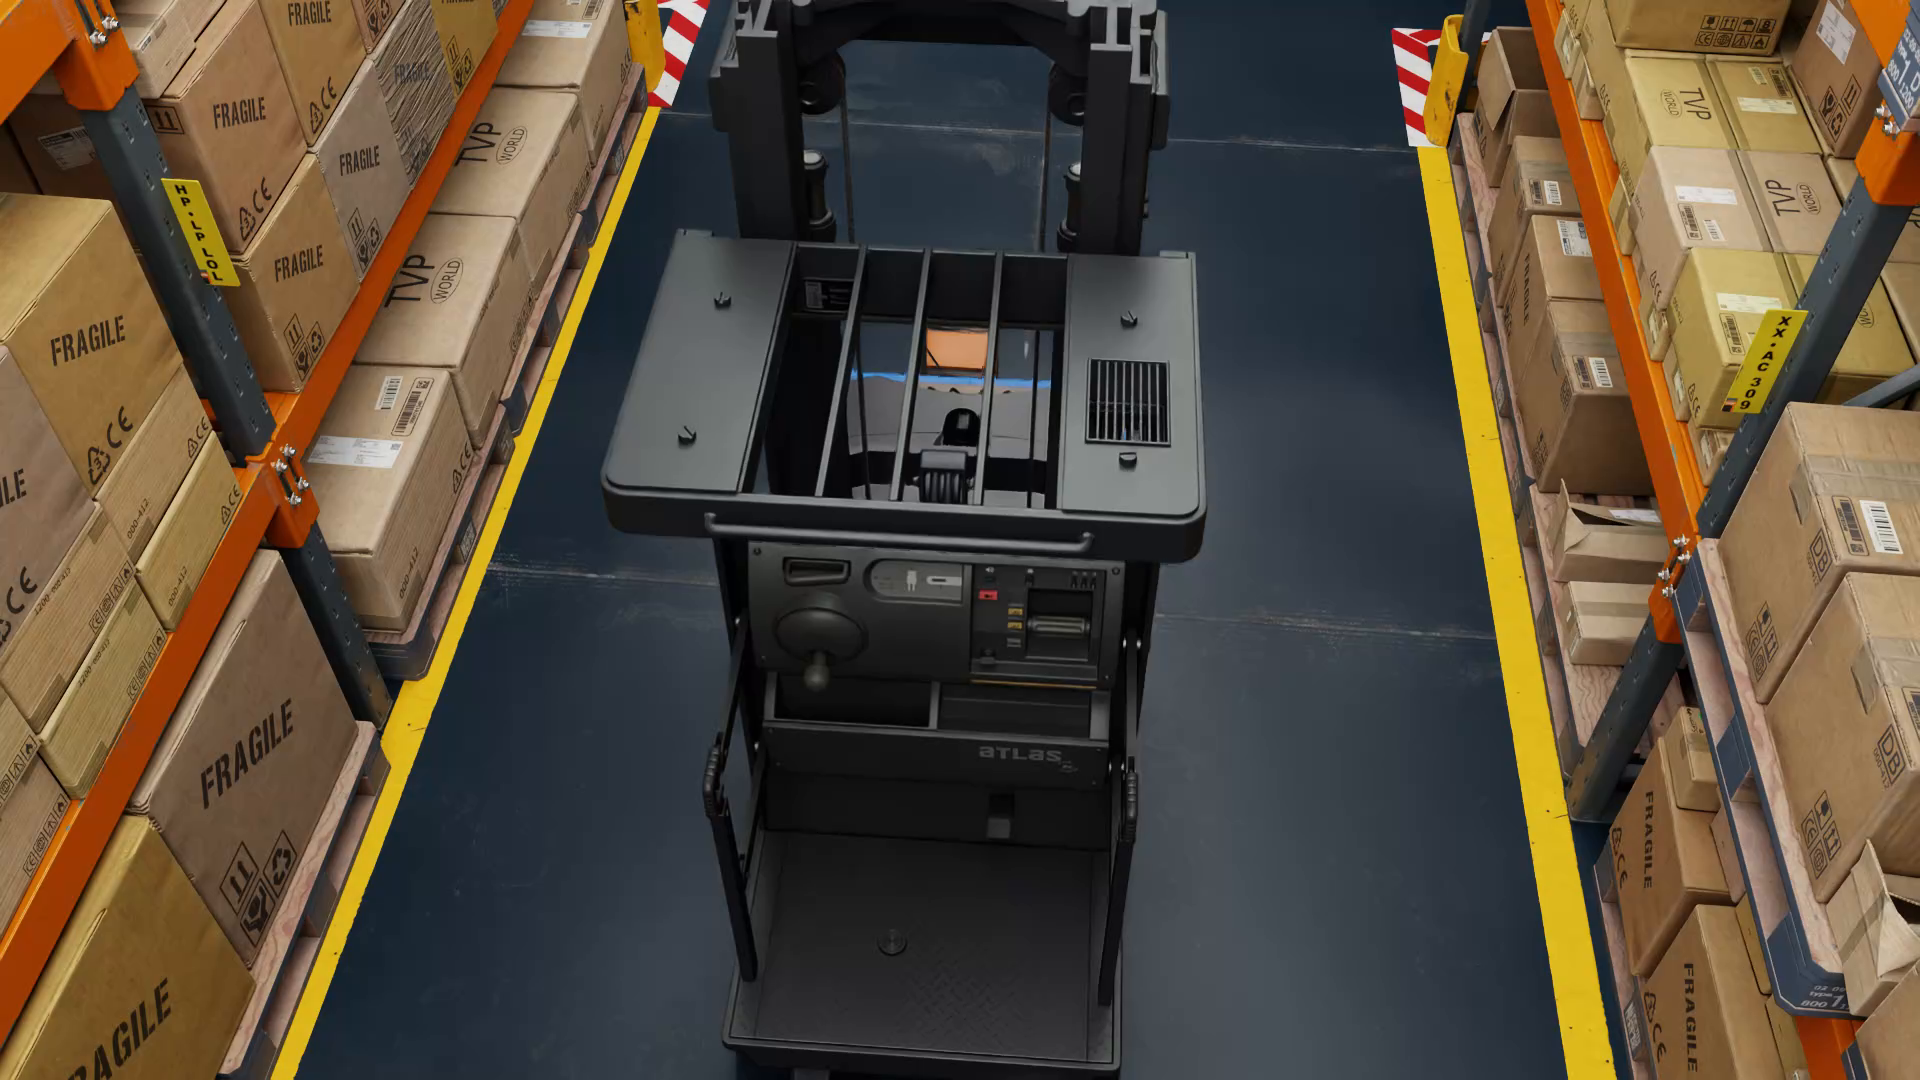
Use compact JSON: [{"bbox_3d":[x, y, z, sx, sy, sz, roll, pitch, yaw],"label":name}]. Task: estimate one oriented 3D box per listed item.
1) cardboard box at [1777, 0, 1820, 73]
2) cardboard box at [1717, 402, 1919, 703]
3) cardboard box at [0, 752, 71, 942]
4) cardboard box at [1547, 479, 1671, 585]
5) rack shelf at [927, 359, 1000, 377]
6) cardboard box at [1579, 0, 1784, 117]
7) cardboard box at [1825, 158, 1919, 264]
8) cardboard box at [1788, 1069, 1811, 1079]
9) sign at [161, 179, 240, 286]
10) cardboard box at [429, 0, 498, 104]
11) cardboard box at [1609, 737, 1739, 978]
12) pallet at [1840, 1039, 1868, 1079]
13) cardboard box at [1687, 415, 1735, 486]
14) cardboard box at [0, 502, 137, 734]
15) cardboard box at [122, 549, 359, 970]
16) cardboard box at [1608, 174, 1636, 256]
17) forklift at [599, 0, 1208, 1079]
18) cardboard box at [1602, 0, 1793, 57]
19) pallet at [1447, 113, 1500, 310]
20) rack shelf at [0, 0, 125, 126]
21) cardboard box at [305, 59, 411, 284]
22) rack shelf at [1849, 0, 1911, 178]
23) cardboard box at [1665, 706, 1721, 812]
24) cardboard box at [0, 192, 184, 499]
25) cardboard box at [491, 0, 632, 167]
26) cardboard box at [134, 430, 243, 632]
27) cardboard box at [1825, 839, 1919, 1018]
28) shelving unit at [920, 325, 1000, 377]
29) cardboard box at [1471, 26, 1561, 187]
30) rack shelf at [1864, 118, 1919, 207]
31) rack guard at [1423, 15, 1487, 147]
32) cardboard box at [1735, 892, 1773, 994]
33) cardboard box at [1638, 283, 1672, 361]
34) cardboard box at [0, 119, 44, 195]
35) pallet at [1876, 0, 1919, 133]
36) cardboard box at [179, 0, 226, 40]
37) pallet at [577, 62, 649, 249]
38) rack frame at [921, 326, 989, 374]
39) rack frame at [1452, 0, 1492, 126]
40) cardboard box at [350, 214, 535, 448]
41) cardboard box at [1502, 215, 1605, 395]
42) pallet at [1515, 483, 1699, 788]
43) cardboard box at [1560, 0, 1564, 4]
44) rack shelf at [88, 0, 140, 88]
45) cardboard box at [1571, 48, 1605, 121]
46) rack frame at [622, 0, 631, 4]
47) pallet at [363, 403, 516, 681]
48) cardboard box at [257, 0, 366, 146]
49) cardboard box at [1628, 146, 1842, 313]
[{"bbox_3d":[2.929,-1.613,5.592,0.500,0.250,0.500,4,48,3],"label":"cardboard box"},{"bbox_3d":[2.221,0.059,3.811,0.700,0.500,0.500,5,48,5],"label":"cardboard box"},{"bbox_3d":[-2.358,0.704,3.675,0.500,0.250,0.500,3,48,2],"label":"cardboard box"},{"bbox_3d":[2.279,-0.016,5.800,0.396,0.266,0.258,5,48,5],"label":"cardboard box"},{"bbox_3d":[-0.001,-0.526,5.653,0.258,0.103,0.180,4,48,4],"label":"rack shelf"},{"bbox_3d":[2.429,-1.659,5.635,0.500,0.250,0.500,3,48,3],"label":"cardboard box"},{"bbox_3d":[2.841,-0.870,4.913,0.500,0.250,0.500,3,48,3],"label":"cardboard box"},{"bbox_3d":[2.159,1.404,3.903,0.380,0.149,0.250,4,48,3],"label":"cardboard box"},{"bbox_3d":[-1.914,-0.772,4.192,0.100,0.325,0.005,4,48,4],"label":"sign"},{"bbox_3d":[-2.003,-1.911,5.897,0.500,0.500,0.500,5,48,5],"label":"cardboard box"},{"bbox_3d":[2.220,0.936,4.770,0.500,0.500,0.500,6,48,5],"label":"cardboard box"},{"bbox_3d":[2.296,1.469,3.004,1.003,0.211,1.213,4,48,4],"label":"pallet"},{"bbox_3d":[2.265,-0.272,4.637,0.380,0.149,0.250,4,48,4],"label":"cardboard box"},{"bbox_3d":[-2.292,0.153,3.840,0.500,0.250,0.500,5,48,4],"label":"cardboard box"},{"bbox_3d":[-2.432,0.599,4.824,0.875,0.875,0.875,5,48,5],"label":"cardboard box"},{"bbox_3d":[2.313,-1.038,5.337,0.380,0.149,0.250,3,48,3],"label":"cardboard box"},{"bbox_3d":[-0.075,0.297,3.992,1.130,2.935,3.031,3,48,3],"label":"forklift"},{"bbox_3d":[2.406,-1.931,5.375,0.500,0.500,0.500,5,48,5],"label":"cardboard box"},{"bbox_3d":[2.774,-1.462,7.445,1.003,0.211,1.213,4,48,4],"label":"pallet"},{"bbox_3d":[-2.638,0.263,2.431,1.077,0.370,4.000,4,48,4],"label":"rack shelf"},{"bbox_3d":[-2.102,-1.167,5.217,0.500,0.500,0.500,4,48,4],"label":"cardboard box"},{"bbox_3d":[2.670,-2.345,4.817,1.077,0.370,4.000,4,48,4],"label":"rack shelf"},{"bbox_3d":[2.190,0.623,4.617,0.380,0.149,0.250,6,48,5],"label":"cardboard box"},{"bbox_3d":[-2.246,-0.463,3.895,0.500,0.500,0.500,5,48,5],"label":"cardboard box"},{"bbox_3d":[-2.052,-2.162,7.646,0.875,0.438,0.875,2,48,2],"label":"cardboard box"},{"bbox_3d":[-2.245,-0.040,4.355,0.500,0.250,0.500,3,48,3],"label":"cardboard box"},{"bbox_3d":[1.979,0.793,3.299,0.396,0.266,0.258,6,48,5],"label":"cardboard box"},{"bbox_3d":[-0.001,-0.394,5.798,0.258,1.200,0.189,4,48,4],"label":"shelving unit"},{"bbox_3d":[2.702,-1.901,7.363,0.797,0.503,0.637,2,48,2],"label":"cardboard box"},{"bbox_3d":[2.306,0.594,2.129,1.077,0.370,4.000,4,48,4],"label":"rack shelf"},{"bbox_3d":[2.845,-2.146,7.874,1.175,0.500,0.348,4,48,4],"label":"rack guard"},{"bbox_3d":[2.230,1.021,4.253,0.380,0.149,0.250,2,48,2],"label":"cardboard box"},{"bbox_3d":[2.267,-0.658,4.989,0.380,0.149,0.250,5,48,5],"label":"cardboard box"},{"bbox_3d":[-2.687,-1.174,4.545,0.500,0.500,0.500,4,48,3],"label":"cardboard box"},{"bbox_3d":[2.359,-0.580,2.843,1.213,0.211,1.003,4,48,4],"label":"pallet"},{"bbox_3d":[-2.161,-1.431,4.341,0.380,0.149,0.250,5,48,4],"label":"cardboard box"},{"bbox_3d":[-2.086,-1.842,7.792,1.003,0.211,1.213,4,48,4],"label":"pallet"},{"bbox_3d":[-0.010,-0.327,5.736,0.240,1.200,0.006,4,48,4],"label":"rack frame"},{"bbox_3d":[2.852,-3.045,7.003,1.000,3.000,0.127,4,48,4],"label":"rack frame"},{"bbox_3d":[-2.210,-0.826,6.425,0.875,0.438,0.875,3,48,2],"label":"cardboard box"},{"bbox_3d":[2.438,-0.893,6.443,0.500,0.500,0.500,5,48,4],"label":"cardboard box"},{"bbox_3d":[2.551,0.331,5.805,1.003,0.211,1.213,4,48,4],"label":"pallet"},{"bbox_3d":[2.499,-2.170,6.372,0.380,0.149,0.250,5,48,5],"label":"cardboard box"},{"bbox_3d":[-2.273,-2.676,5.120,1.077,0.370,4.000,4,48,4],"label":"rack shelf"},{"bbox_3d":[2.379,-1.599,5.850,0.380,0.149,0.250,5,48,4],"label":"cardboard box"},{"bbox_3d":[-2.091,-3.376,7.305,1.000,3.000,0.127,4,48,4],"label":"rack frame"},{"bbox_3d":[-2.308,-0.049,6.152,1.003,0.211,1.213,4,48,4],"label":"pallet"},{"bbox_3d":[-2.119,-1.513,4.855,0.500,0.500,0.500,3,48,3],"label":"cardboard box"},{"bbox_3d":[2.322,-0.916,4.955,0.500,0.250,0.500,4,48,4],"label":"cardboard box"}]
